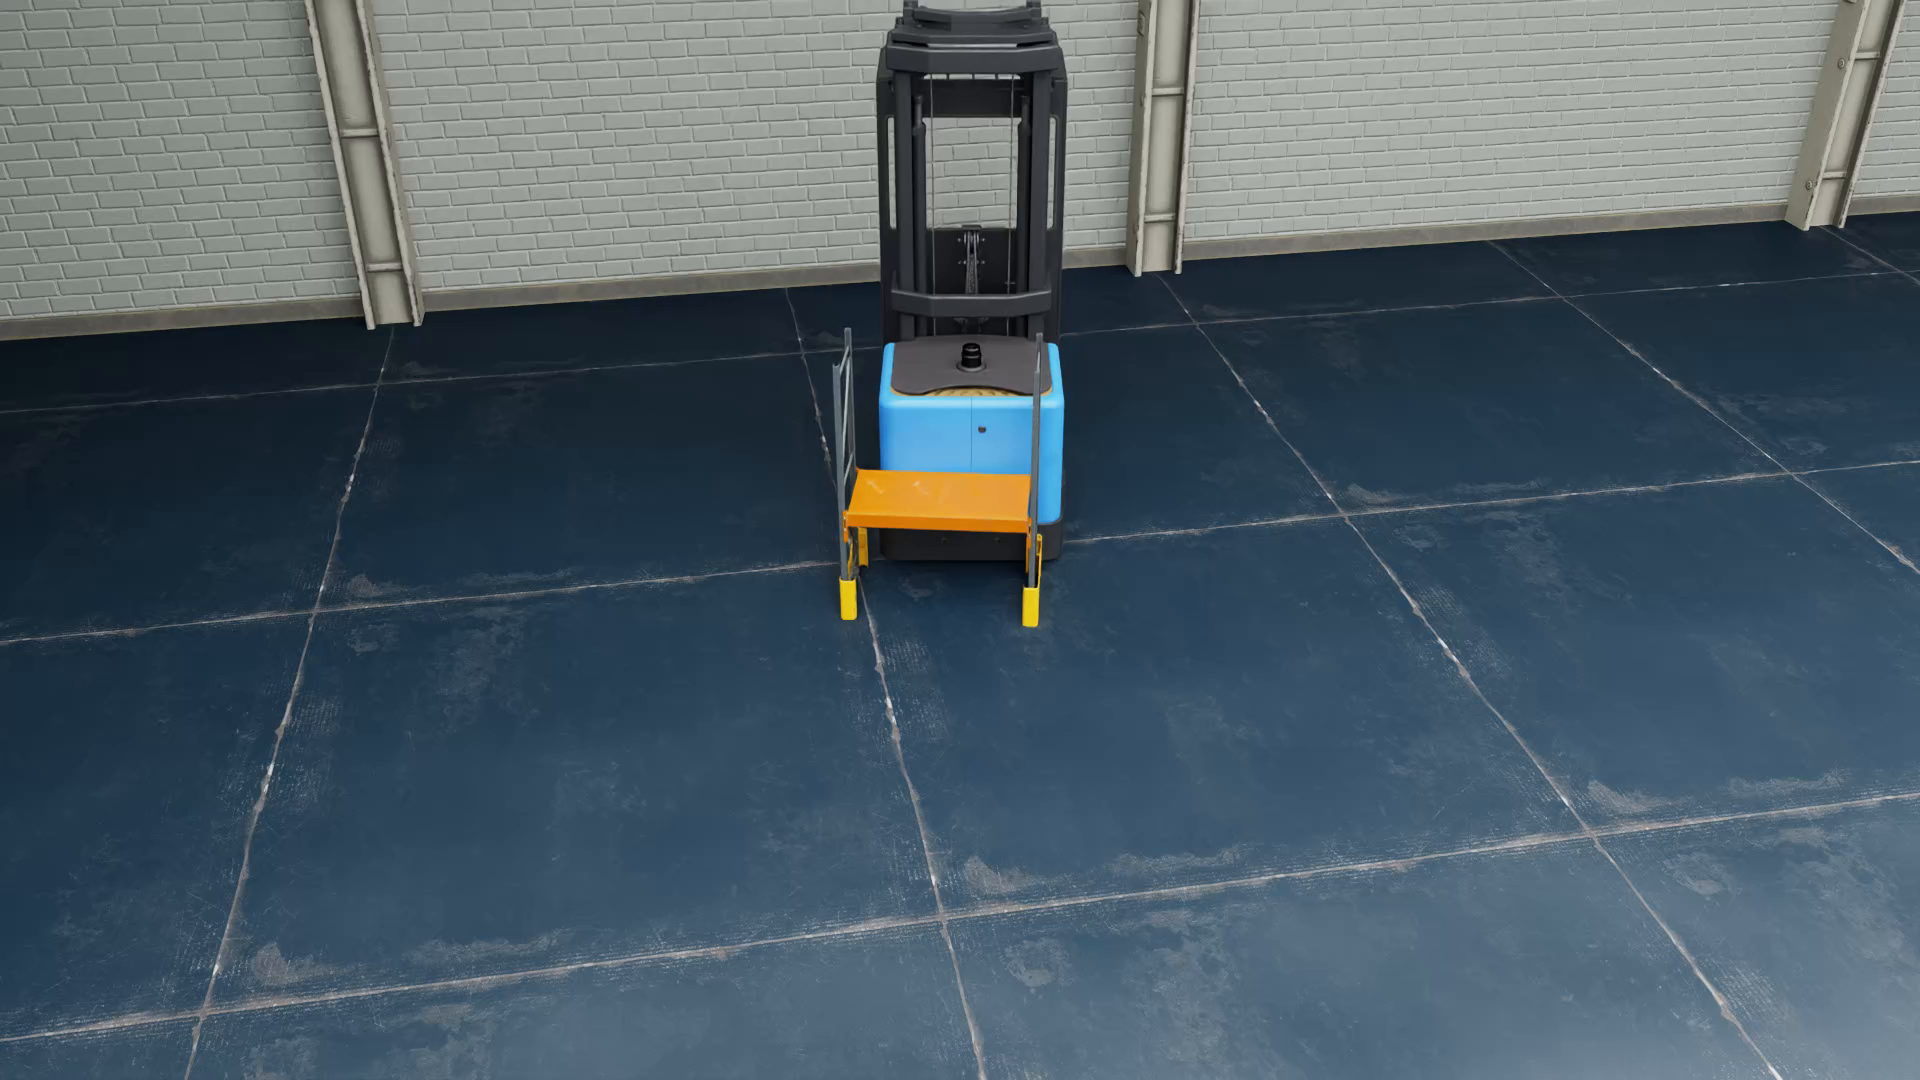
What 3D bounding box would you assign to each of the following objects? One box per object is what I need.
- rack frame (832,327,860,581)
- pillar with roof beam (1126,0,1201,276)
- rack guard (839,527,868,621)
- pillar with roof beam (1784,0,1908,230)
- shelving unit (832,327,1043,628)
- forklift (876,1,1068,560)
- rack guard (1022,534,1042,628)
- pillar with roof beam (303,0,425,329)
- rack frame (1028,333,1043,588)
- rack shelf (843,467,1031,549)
[{"bbox_3d":[-0.612,-0.355,8.988,0.032,1.500,0.500,2,31,4],"label":"rack frame"},{"bbox_3d":[2.361,-3.968,7.734,0.400,9.000,9.100,-5,31,-9],"label":"pillar with roof beam"},{"bbox_3d":[-0.592,0.185,9.304,0.087,0.250,0.587,2,31,4],"label":"rack guard"},{"bbox_3d":[8.263,-4.516,8.666,0.400,9.000,9.100,-5,31,-9],"label":"pillar with roof beam"},{"bbox_3d":[-0.096,-0.336,8.956,1.083,1.500,0.587,2,31,4],"label":"shelving unit"},{"bbox_3d":[0.067,-1.853,10.124,1.130,2.935,3.031,0,30,0],"label":"forklift"},{"bbox_3d":[0.401,0.221,9.242,0.087,0.250,0.587,2,31,4],"label":"rack guard"},{"bbox_3d":[-3.541,-3.420,6.803,0.400,9.000,9.100,-5,31,-9],"label":"pillar with roof beam"},{"bbox_3d":[0.402,-0.317,8.925,0.032,1.500,0.500,2,31,4],"label":"rack frame"},{"bbox_3d":[-0.105,-0.181,9.048,1.000,0.185,0.538,2,31,4],"label":"rack shelf"}]
